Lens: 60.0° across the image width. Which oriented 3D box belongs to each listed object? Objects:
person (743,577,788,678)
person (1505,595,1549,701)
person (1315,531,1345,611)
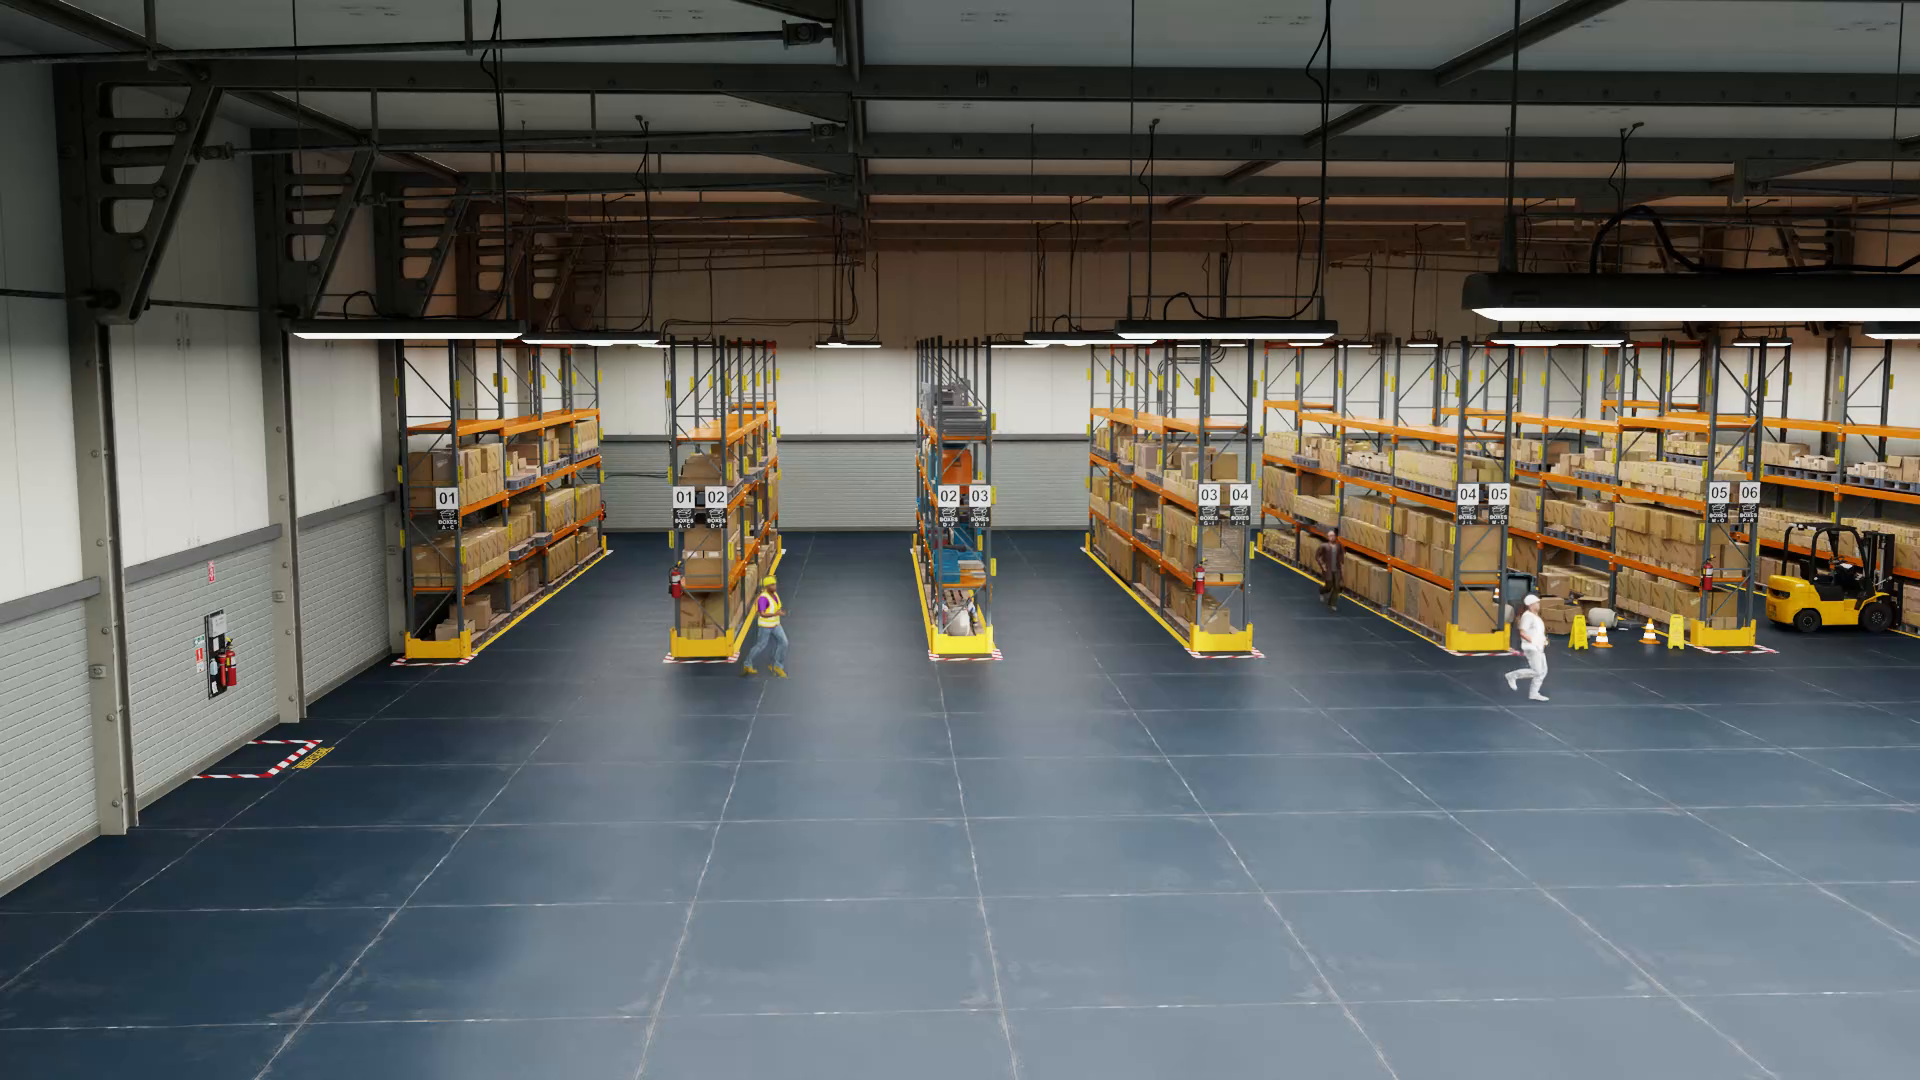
[{"bbox_3d":[-3.371,1.535,29.233,0.896,1.810,0.708,3,7,28],"label":"person"},{"bbox_3d":[9.359,1.761,27.356,0.689,1.743,0.683,4,7,29],"label":"person"},{"bbox_3d":[8.236,0.673,36.951,0.711,1.743,0.756,-1,7,-11],"label":"person"}]
